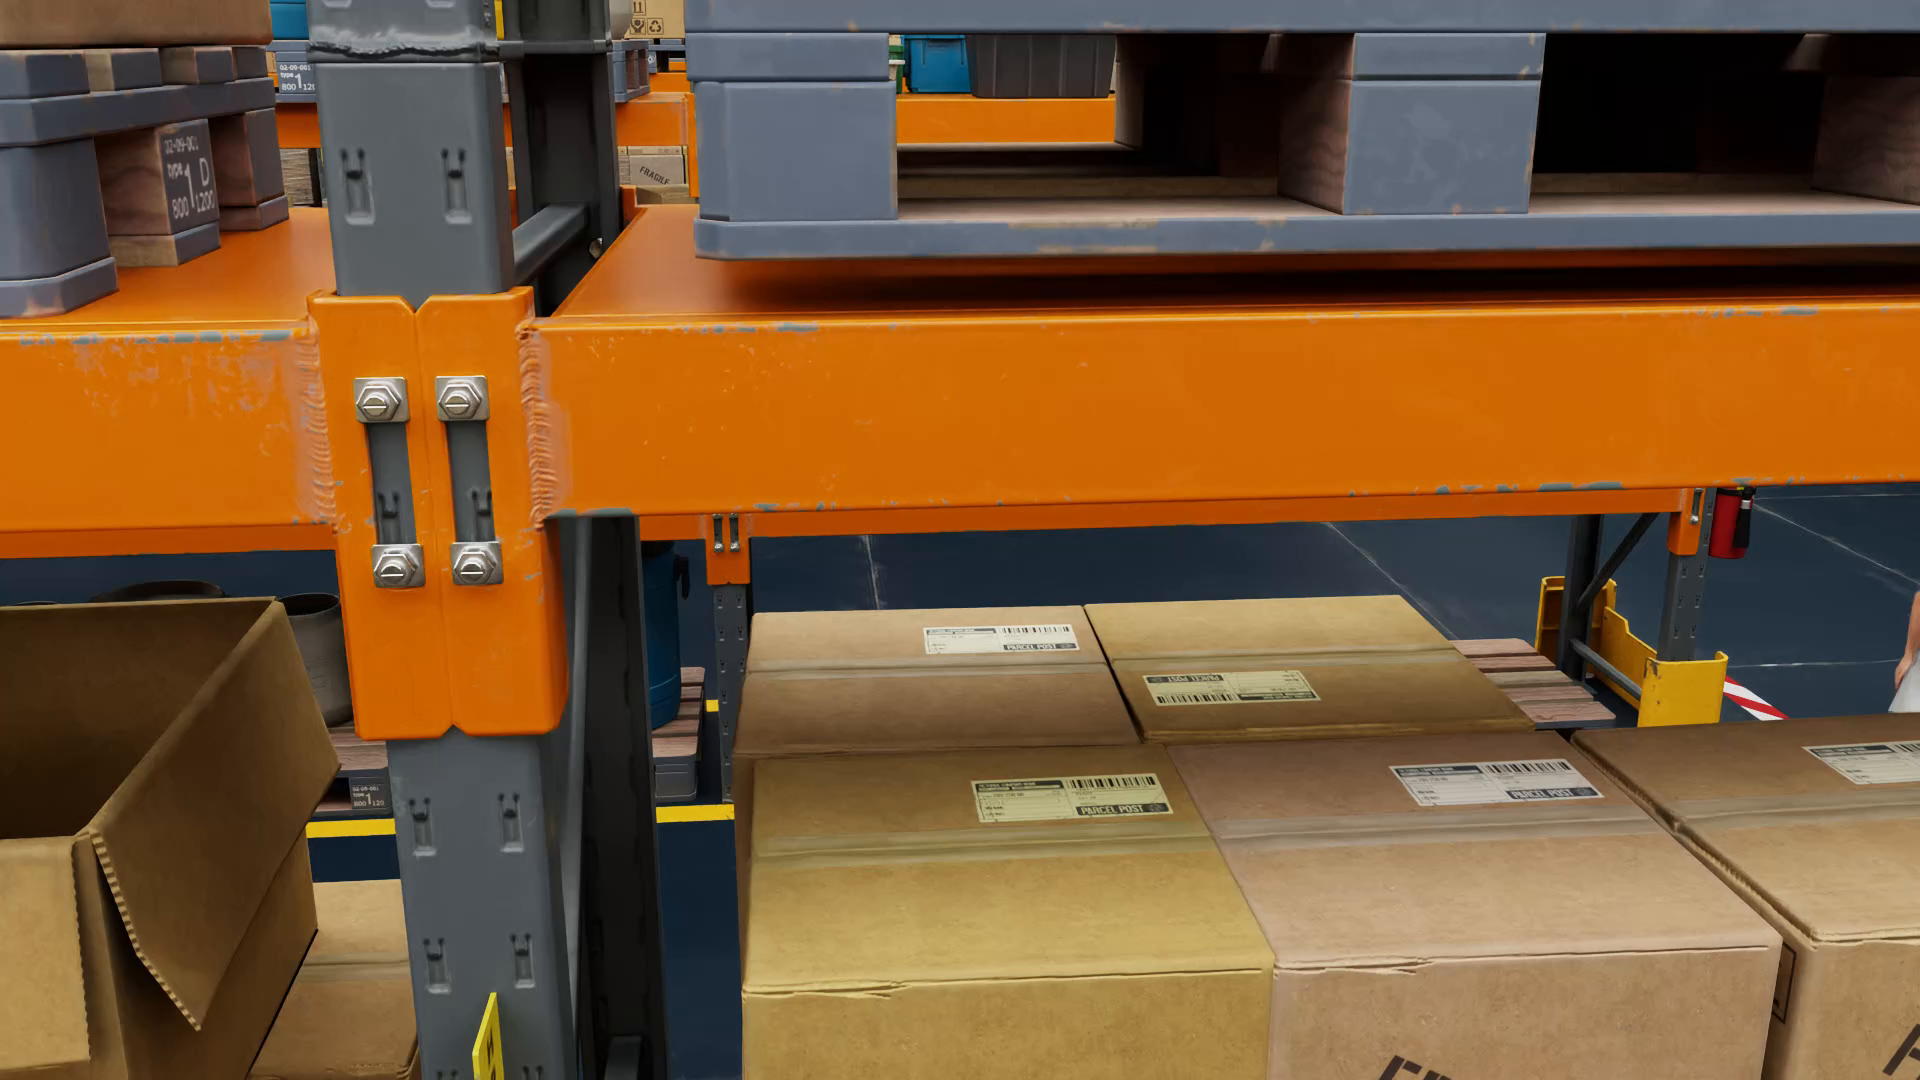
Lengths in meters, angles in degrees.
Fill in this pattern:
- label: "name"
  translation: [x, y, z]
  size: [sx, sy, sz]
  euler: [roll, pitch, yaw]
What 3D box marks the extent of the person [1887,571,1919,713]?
- label: "person"
  translation: [3.559, 0.506, 5.865]
  size: [0.515, 1.685, 0.551]
  euler: [-13, 21, -36]
